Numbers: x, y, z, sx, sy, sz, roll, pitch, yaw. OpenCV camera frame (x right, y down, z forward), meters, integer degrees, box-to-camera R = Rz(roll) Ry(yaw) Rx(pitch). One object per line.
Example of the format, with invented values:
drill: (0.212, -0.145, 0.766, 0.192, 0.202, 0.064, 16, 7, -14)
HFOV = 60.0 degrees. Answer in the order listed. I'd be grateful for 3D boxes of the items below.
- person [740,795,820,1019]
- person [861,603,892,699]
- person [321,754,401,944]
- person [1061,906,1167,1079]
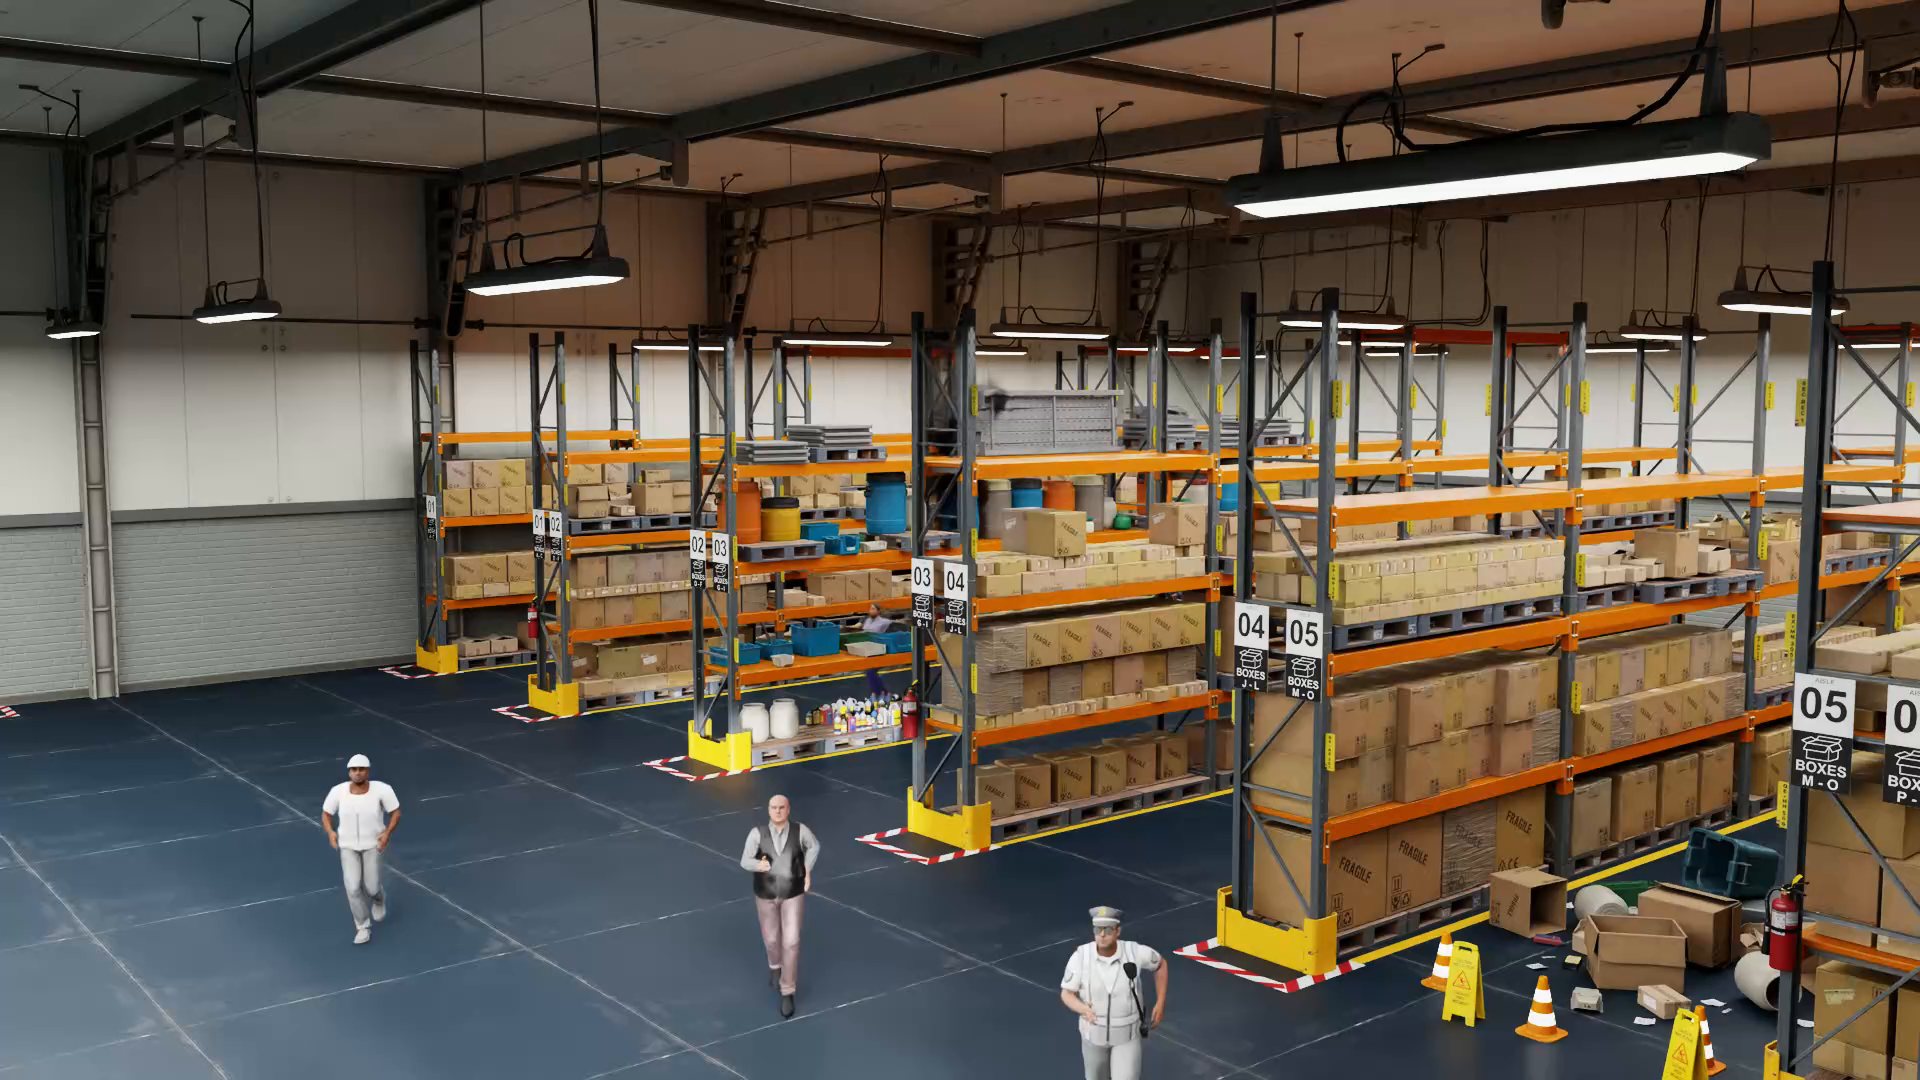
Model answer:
person: (-1.508, 3.005, 13.920, 0.646, 1.758, 0.808, 0, 5, -1)
person: (-1.368, 1.837, 26.494, 0.586, 1.676, 0.661, 5, 7, 43)
person: (-5.625, 2.860, 15.623, 0.714, 1.737, 0.650, -1, 5, -11)
person: (1.009, 3.274, 10.982, 0.674, 1.808, 0.896, 1, 5, 13)
